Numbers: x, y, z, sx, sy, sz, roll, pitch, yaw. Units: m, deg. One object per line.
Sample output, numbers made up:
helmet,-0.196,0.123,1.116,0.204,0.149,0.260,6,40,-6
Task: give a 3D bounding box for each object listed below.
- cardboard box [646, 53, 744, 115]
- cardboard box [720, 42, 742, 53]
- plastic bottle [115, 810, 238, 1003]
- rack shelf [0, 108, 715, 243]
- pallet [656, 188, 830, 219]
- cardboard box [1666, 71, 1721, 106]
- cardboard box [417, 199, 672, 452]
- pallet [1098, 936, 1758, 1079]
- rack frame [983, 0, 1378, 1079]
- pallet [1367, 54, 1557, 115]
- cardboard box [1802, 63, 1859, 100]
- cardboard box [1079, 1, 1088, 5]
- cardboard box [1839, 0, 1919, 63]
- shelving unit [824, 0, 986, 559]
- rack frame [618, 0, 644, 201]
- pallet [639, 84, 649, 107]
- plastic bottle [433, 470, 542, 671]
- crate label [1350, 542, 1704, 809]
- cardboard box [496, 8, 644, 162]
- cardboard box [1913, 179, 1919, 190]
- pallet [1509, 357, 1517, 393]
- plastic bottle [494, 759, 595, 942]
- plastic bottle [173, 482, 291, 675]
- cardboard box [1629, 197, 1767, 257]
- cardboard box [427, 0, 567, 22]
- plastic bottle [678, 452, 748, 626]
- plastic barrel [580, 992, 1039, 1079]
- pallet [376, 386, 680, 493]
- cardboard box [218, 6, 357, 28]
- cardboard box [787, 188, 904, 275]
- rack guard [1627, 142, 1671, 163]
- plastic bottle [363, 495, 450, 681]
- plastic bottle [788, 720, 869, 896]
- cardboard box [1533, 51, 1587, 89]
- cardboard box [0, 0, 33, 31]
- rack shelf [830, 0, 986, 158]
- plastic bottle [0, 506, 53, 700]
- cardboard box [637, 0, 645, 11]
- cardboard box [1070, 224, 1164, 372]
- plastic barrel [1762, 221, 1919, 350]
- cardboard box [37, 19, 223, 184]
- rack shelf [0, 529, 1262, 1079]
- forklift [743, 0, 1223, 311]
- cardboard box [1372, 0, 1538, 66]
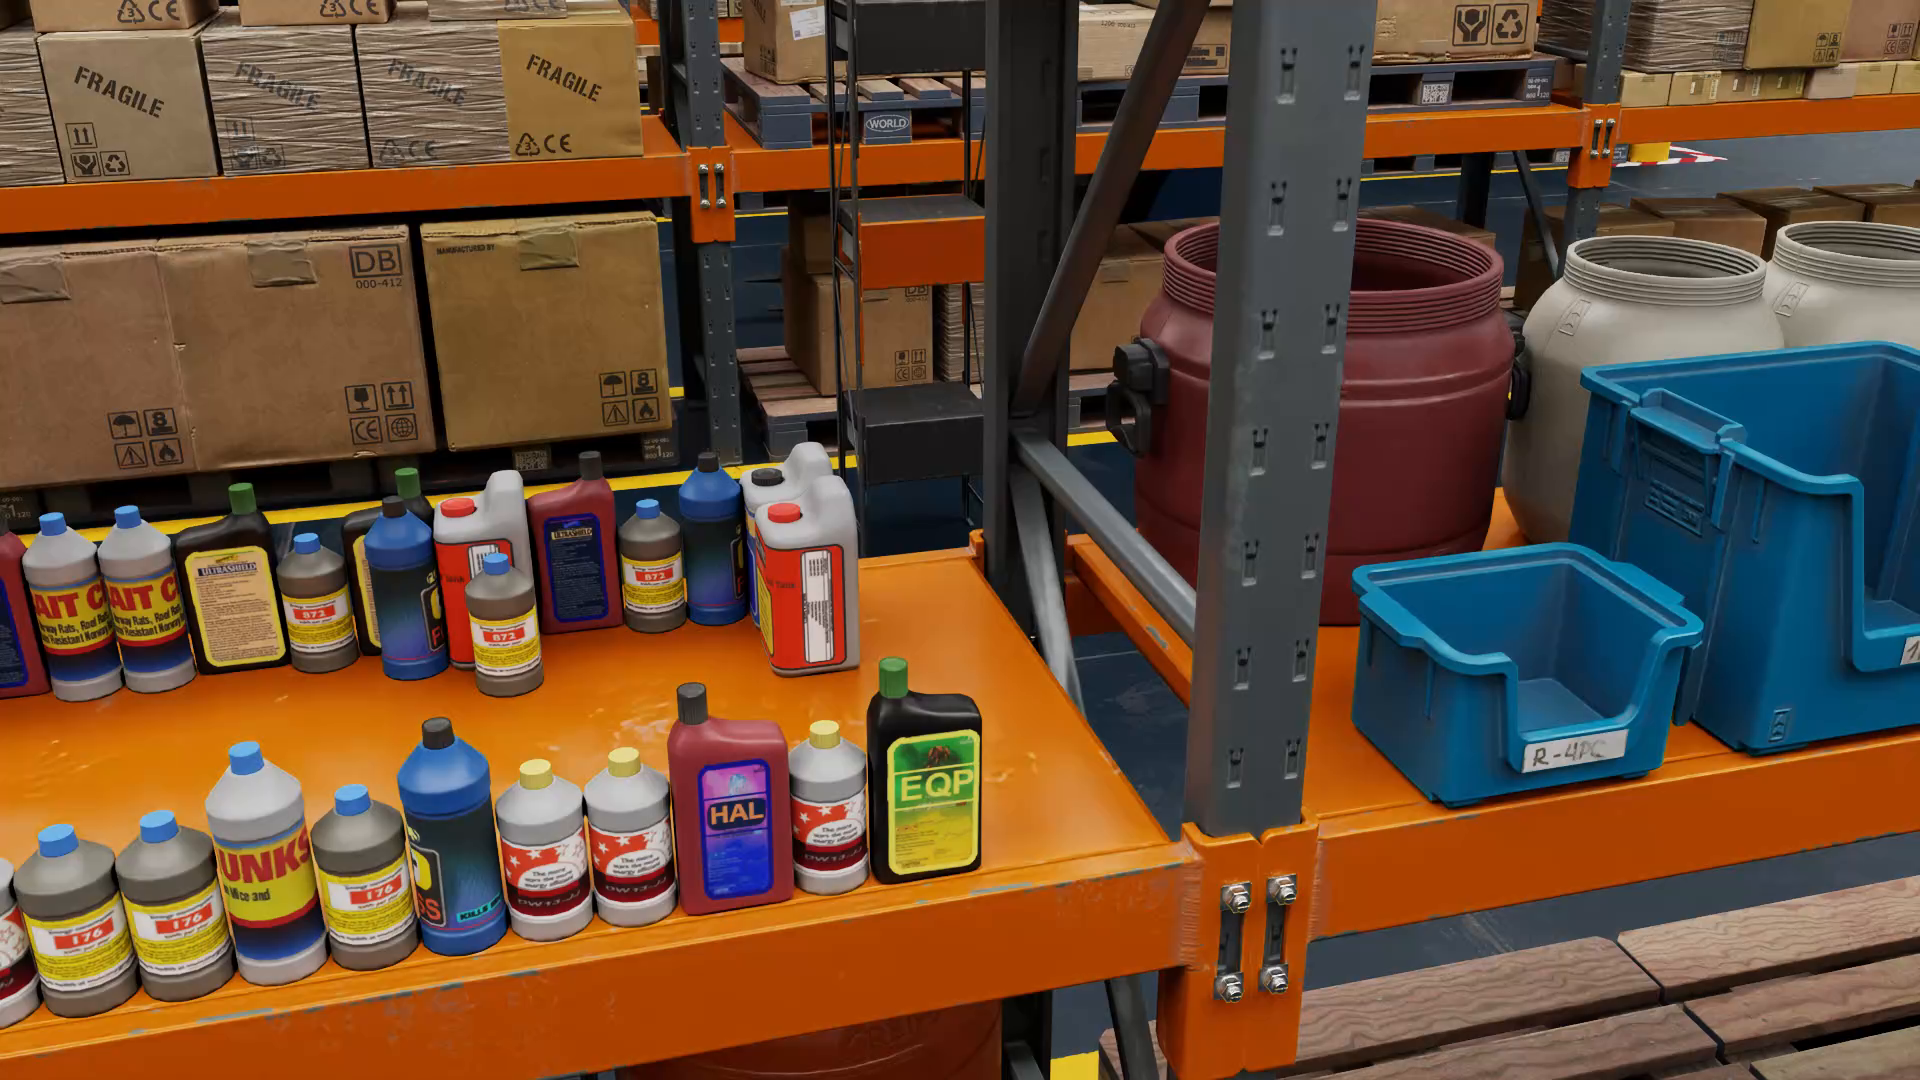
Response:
cardboard box,-1.737,-2.955,11.654,0.750,0.750,1.050,-7,24,-15
cardboard box,-2.527,-4.758,16.334,0.625,0.372,0.950,-7,24,-15
plastic bottle,-0.849,0.387,1.796,0.097,0.201,0.097,0,23,0
rack shelf,-3.031,-1.328,6.453,4.000,0.370,1.077,-6,24,-14
pallet,-1.568,-2.539,11.901,1.213,0.211,1.003,-6,24,-14
cardboard box,3.278,-2.113,7.688,0.250,0.149,0.380,-6,24,-14
cardboard box,-1.775,-1.023,6.991,0.875,0.875,1.225,-7,24,-17
pallet,0.989,1.222,3.133,1.213,0.211,1.003,-6,24,-14
rack frame,0.232,0.007,2.428,0.053,2.616,0.949,-6,24,-14
pallet,1.971,-2.183,7.778,1.213,0.211,1.003,-6,24,-14
cardboard box,4.002,-2.191,7.871,0.250,0.149,0.380,-6,24,-14
cardboard box,0.427,-2.283,7.405,0.258,0.266,0.396,-7,24,-16
cardboard box,4.141,-2.636,8.086,0.500,0.500,0.875,-6,24,-14
shelving unit,-0.159,-0.947,5.795,0.503,2.100,0.431,-6,24,-14
rack frame,-2.348,-3.766,11.222,0.127,3.000,1.000,-6,24,-14
pallet,-3.029,-4.435,16.319,1.213,0.211,1.003,-6,24,-14
plastic bottle,-0.717,0.038,2.514,0.135,0.276,0.152,-6,24,-14
crate label,0.739,0.183,2.232,0.416,0.233,0.303,-6,24,-14
cardboard box,-1.514,-1.771,6.447,0.500,0.500,0.500,-6,24,-13
cardboard box,5.425,-1.631,8.885,0.500,0.500,0.500,0,23,0
pallet,1.997,-0.933,8.156,1.213,0.211,1.003,-6,24,-14
plastic bottle,-0.474,0.345,1.893,0.097,0.201,0.097,0,23,0
plastic bottle,-1.080,0.057,2.462,0.133,0.283,0.061,-6,24,-14
cardboard box,3.691,-1.433,8.424,0.500,0.500,0.500,1,23,3
cardboard box,-1.814,-2.307,6.423,0.637,0.503,0.797,-5,24,-13
plastic bottle,-0.390,-0.007,2.625,0.097,0.271,0.097,0,23,0
plastic barrel,-0.234,0.872,2.634,0.708,0.830,0.600,-6,24,-14
pallet,-1.885,-0.535,7.229,1.213,0.211,1.003,-6,24,-14
cardboard box,-2.635,-1.857,6.648,0.500,0.500,0.500,-7,24,-15
cardboard box,-0.468,-1.353,7.259,0.500,0.250,0.500,-5,24,-12
rack guard,5.378,-3.471,13.707,0.348,0.500,1.175,-6,24,-14
plastic bottle,-0.819,0.066,2.456,0.097,0.271,0.097,0,23,0
plastic bottle,-0.158,0.310,1.974,0.097,0.201,0.097,0,23,0
cardboard box,2.874,-2.317,8.164,0.250,0.149,0.380,-6,24,-14
cardboard box,-3.680,-2.092,5.924,0.637,0.503,0.797,-6,24,-14
rack shelf,-0.159,-1.578,5.524,0.480,0.518,0.431,-6,24,-14
plastic bottle,-1.396,0.091,2.381,0.133,0.283,0.061,-6,24,-14
cardboard box,-1.987,-3.961,11.551,0.500,0.500,0.500,-6,24,-14
cardboard box,0.609,-1.131,7.694,0.500,0.500,0.700,-4,24,-10
plastic barrel,1.571,-0.278,2.952,0.421,0.512,0.421,0,23,0
cardboard box,-2.984,-1.610,6.071,0.500,0.500,0.500,-6,24,-13
rack shelf,-1.693,0.552,2.071,4.000,0.370,1.077,-6,24,-14
forklift,0.373,-2.611,8.619,3.031,2.935,1.130,-7,24,-16
cardboard box,1.943,-2.735,7.527,1.000,1.000,1.000,-6,24,-14
